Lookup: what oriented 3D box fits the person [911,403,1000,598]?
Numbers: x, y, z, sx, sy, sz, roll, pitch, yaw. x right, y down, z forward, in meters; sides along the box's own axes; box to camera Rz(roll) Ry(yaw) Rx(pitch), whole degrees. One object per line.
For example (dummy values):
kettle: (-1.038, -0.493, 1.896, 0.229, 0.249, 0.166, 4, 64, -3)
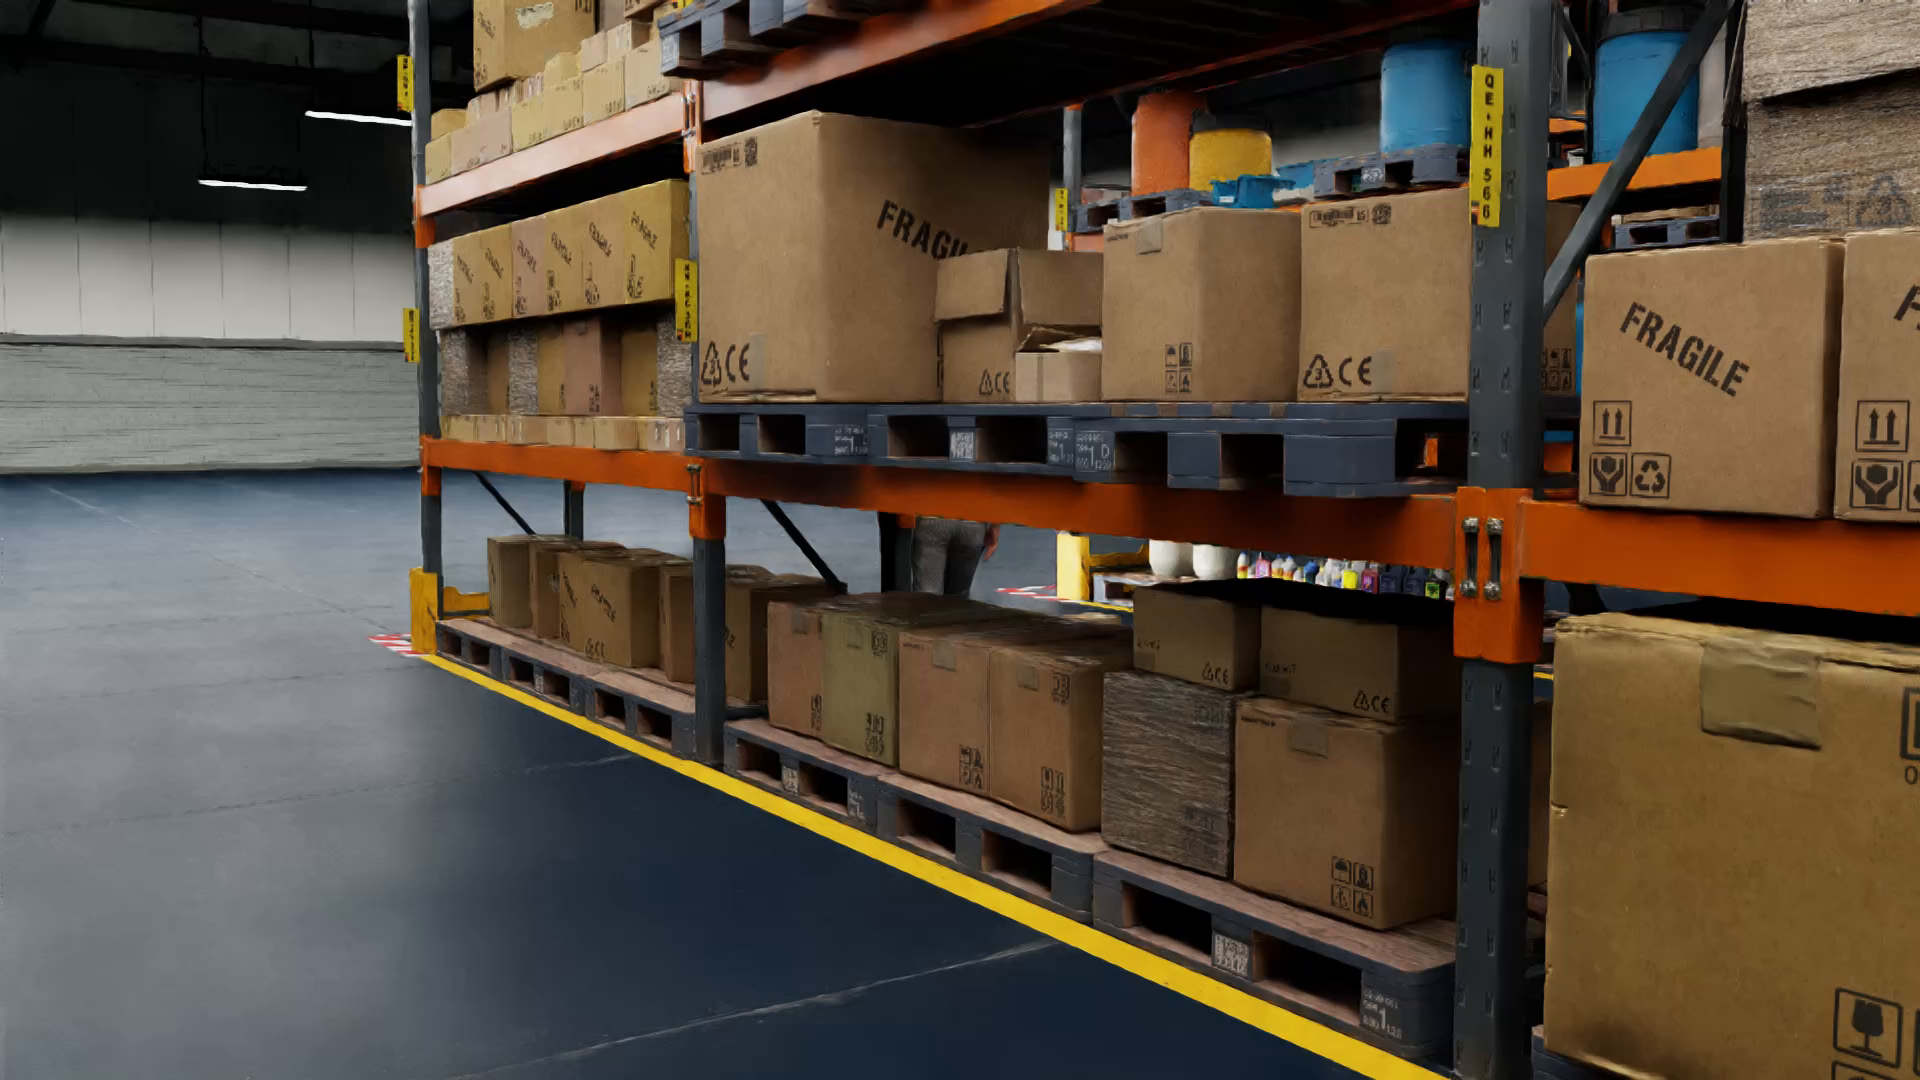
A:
person: (-0.081, -0.100, 8.984, 0.640, 1.745, 0.976, -1, 5, -8)
